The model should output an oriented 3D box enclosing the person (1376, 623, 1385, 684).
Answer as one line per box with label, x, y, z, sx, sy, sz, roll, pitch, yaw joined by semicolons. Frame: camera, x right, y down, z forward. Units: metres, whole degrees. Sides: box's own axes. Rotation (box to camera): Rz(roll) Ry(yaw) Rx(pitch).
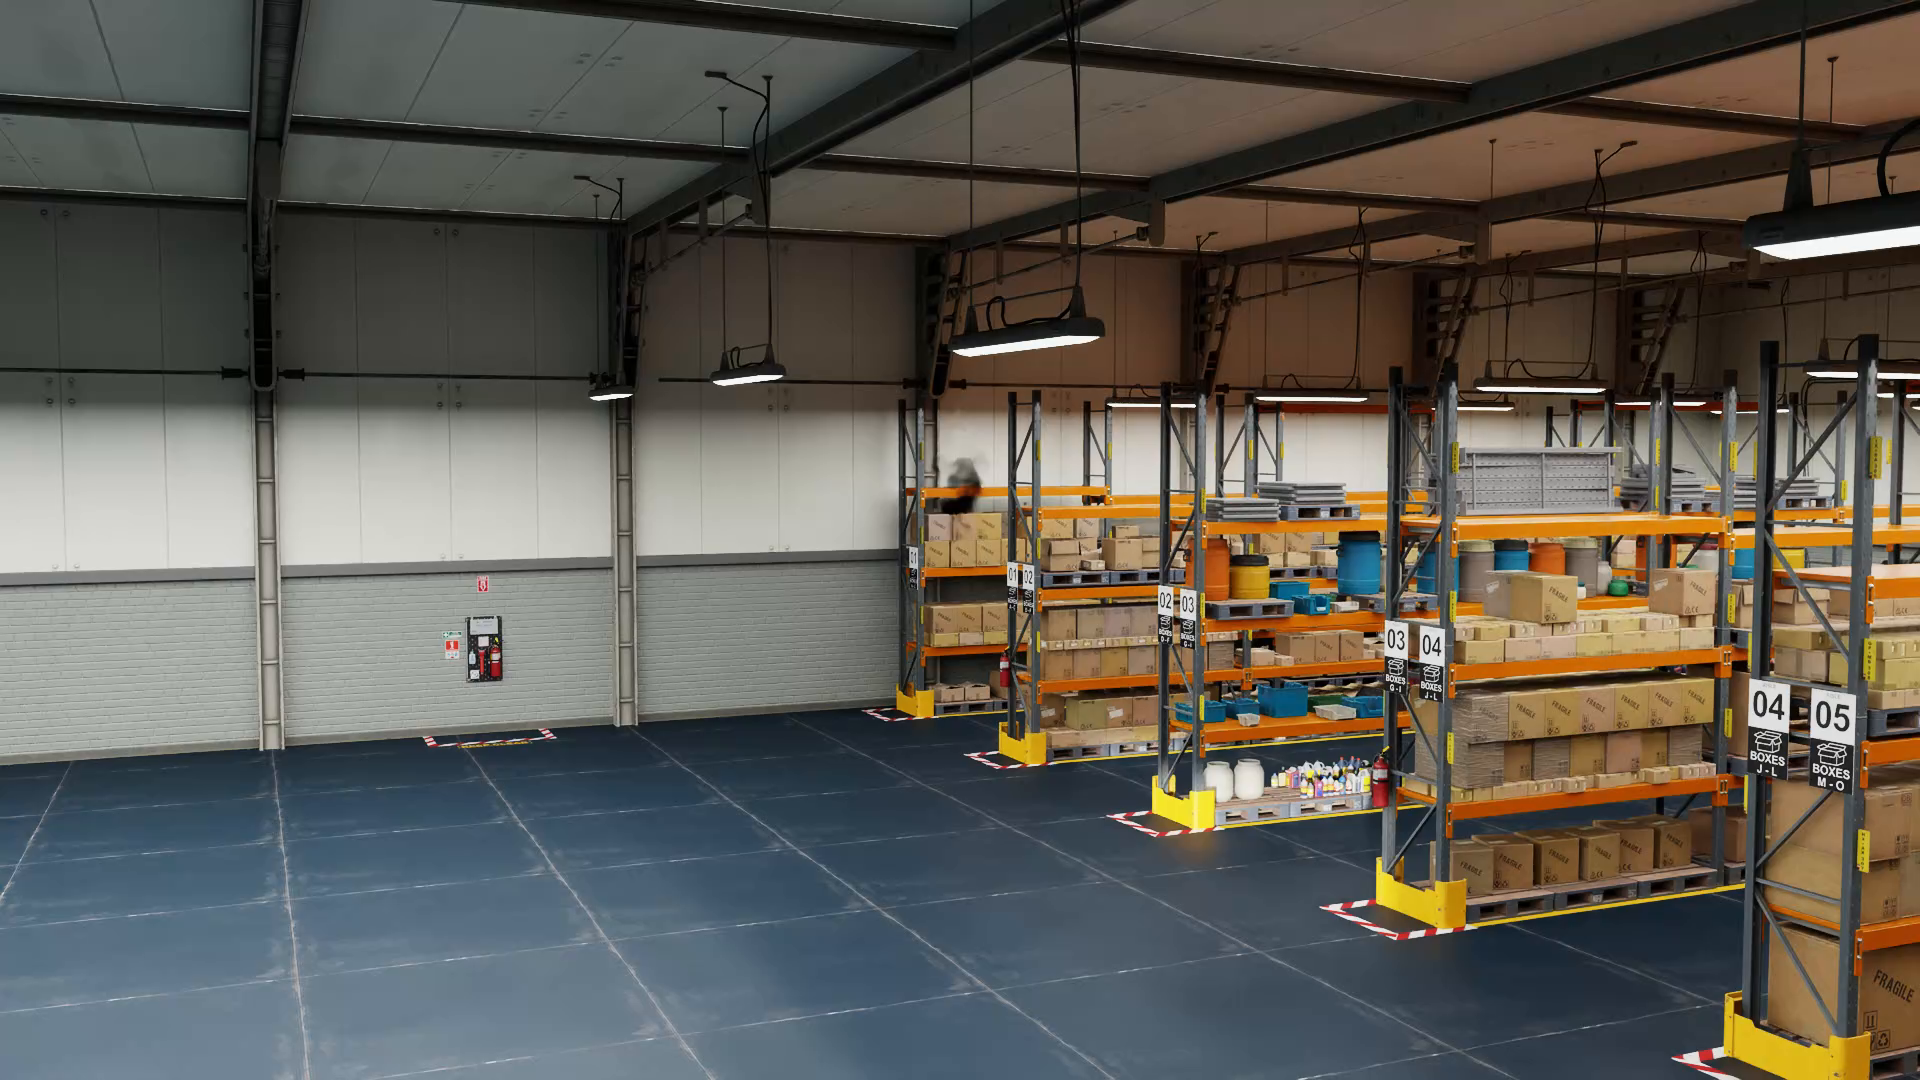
person;8.500;2.381;33.086;0.945;1.684;0.566;-2;4;-34
